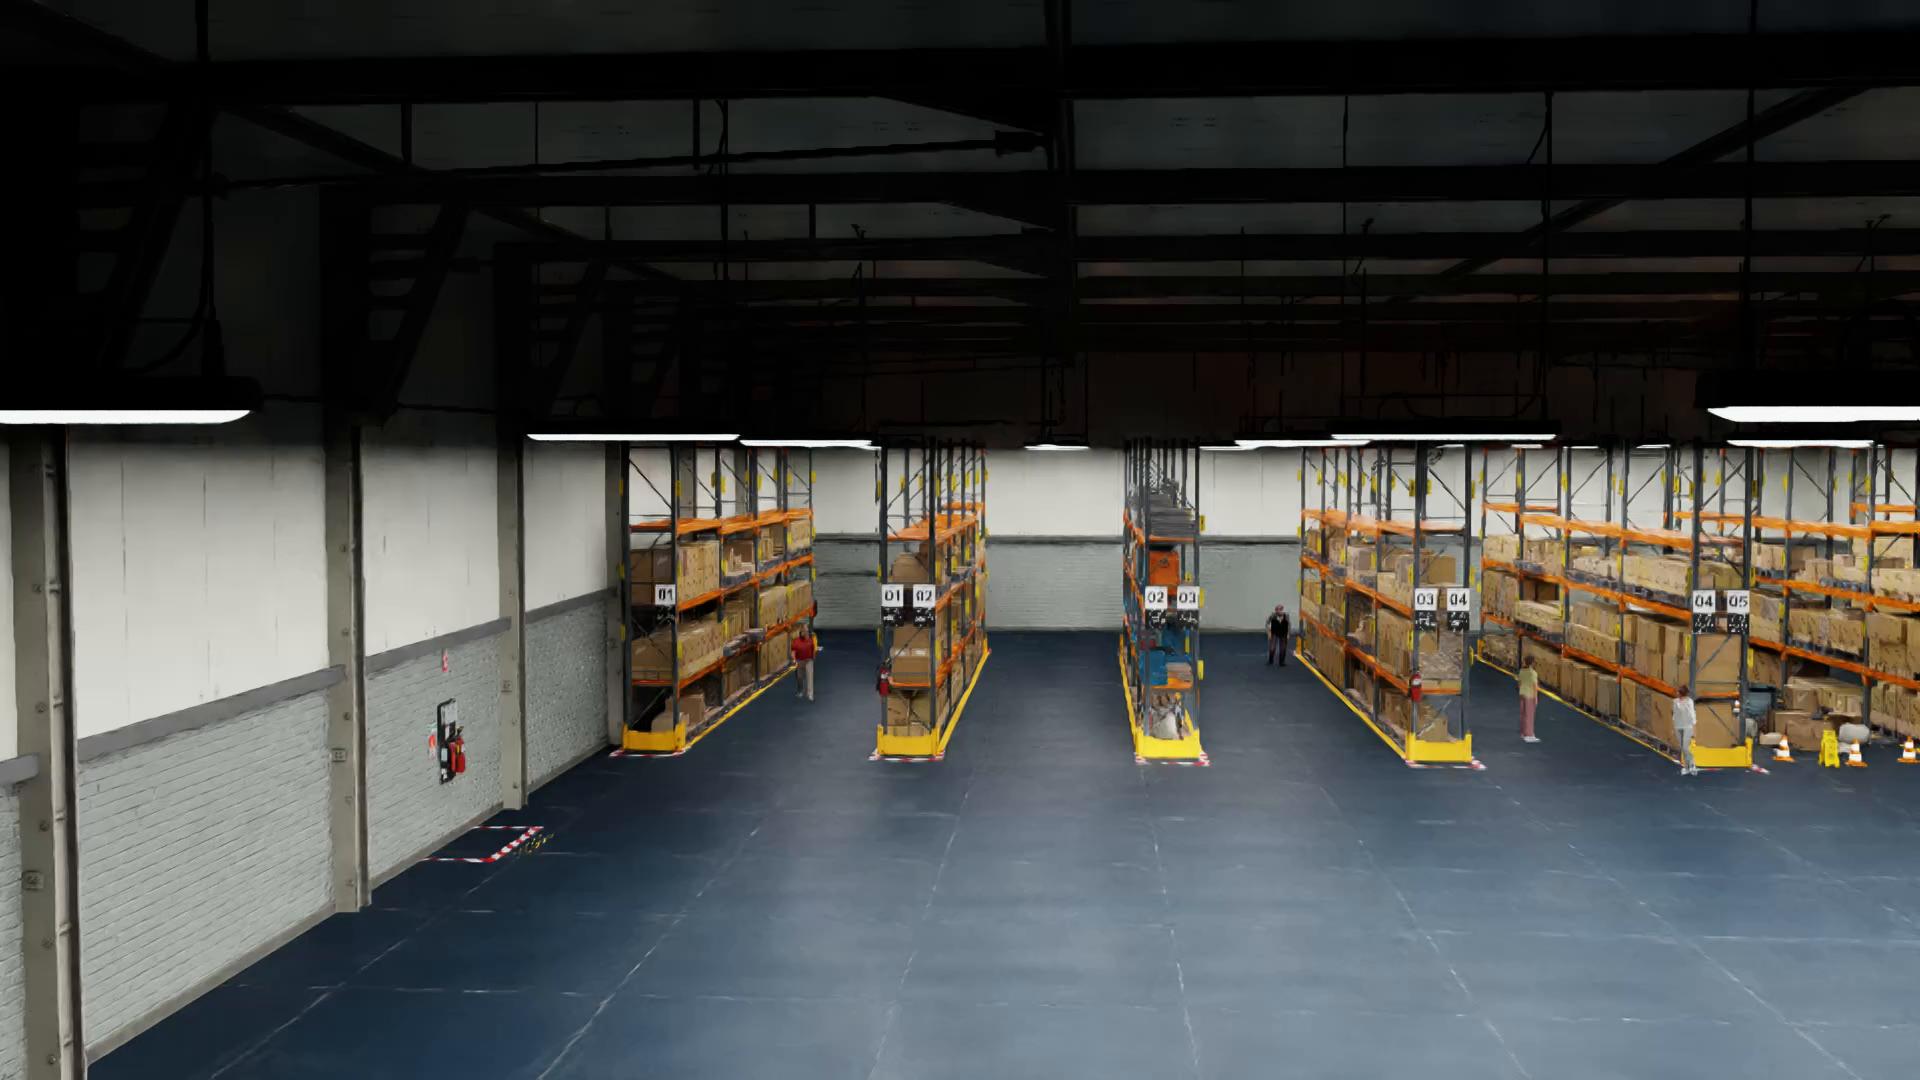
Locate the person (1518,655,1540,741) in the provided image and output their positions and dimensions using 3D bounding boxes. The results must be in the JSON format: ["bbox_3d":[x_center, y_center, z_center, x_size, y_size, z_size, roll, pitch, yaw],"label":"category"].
[{"bbox_3d":[11.282,3.108,32.890,0.451,1.679,0.540,-1,3,-24],"label":"person"}]

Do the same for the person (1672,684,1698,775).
[{"bbox_3d":[12.820,3.342,29.384,0.355,1.592,0.517,-1,3,-25],"label":"person"}]

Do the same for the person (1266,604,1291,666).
[{"bbox_3d":[8.489,2.524,44.327,0.673,1.672,0.530,0,3,4],"label":"person"}]

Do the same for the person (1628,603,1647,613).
[{"bbox_3d":[19.128,2.336,47.012,0.587,1.733,0.899,2,4,34],"label":"person"}]

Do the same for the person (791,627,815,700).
[{"bbox_3d":[-3.614,2.829,38.296,0.536,1.659,1.037,0,3,-4],"label":"person"}]
